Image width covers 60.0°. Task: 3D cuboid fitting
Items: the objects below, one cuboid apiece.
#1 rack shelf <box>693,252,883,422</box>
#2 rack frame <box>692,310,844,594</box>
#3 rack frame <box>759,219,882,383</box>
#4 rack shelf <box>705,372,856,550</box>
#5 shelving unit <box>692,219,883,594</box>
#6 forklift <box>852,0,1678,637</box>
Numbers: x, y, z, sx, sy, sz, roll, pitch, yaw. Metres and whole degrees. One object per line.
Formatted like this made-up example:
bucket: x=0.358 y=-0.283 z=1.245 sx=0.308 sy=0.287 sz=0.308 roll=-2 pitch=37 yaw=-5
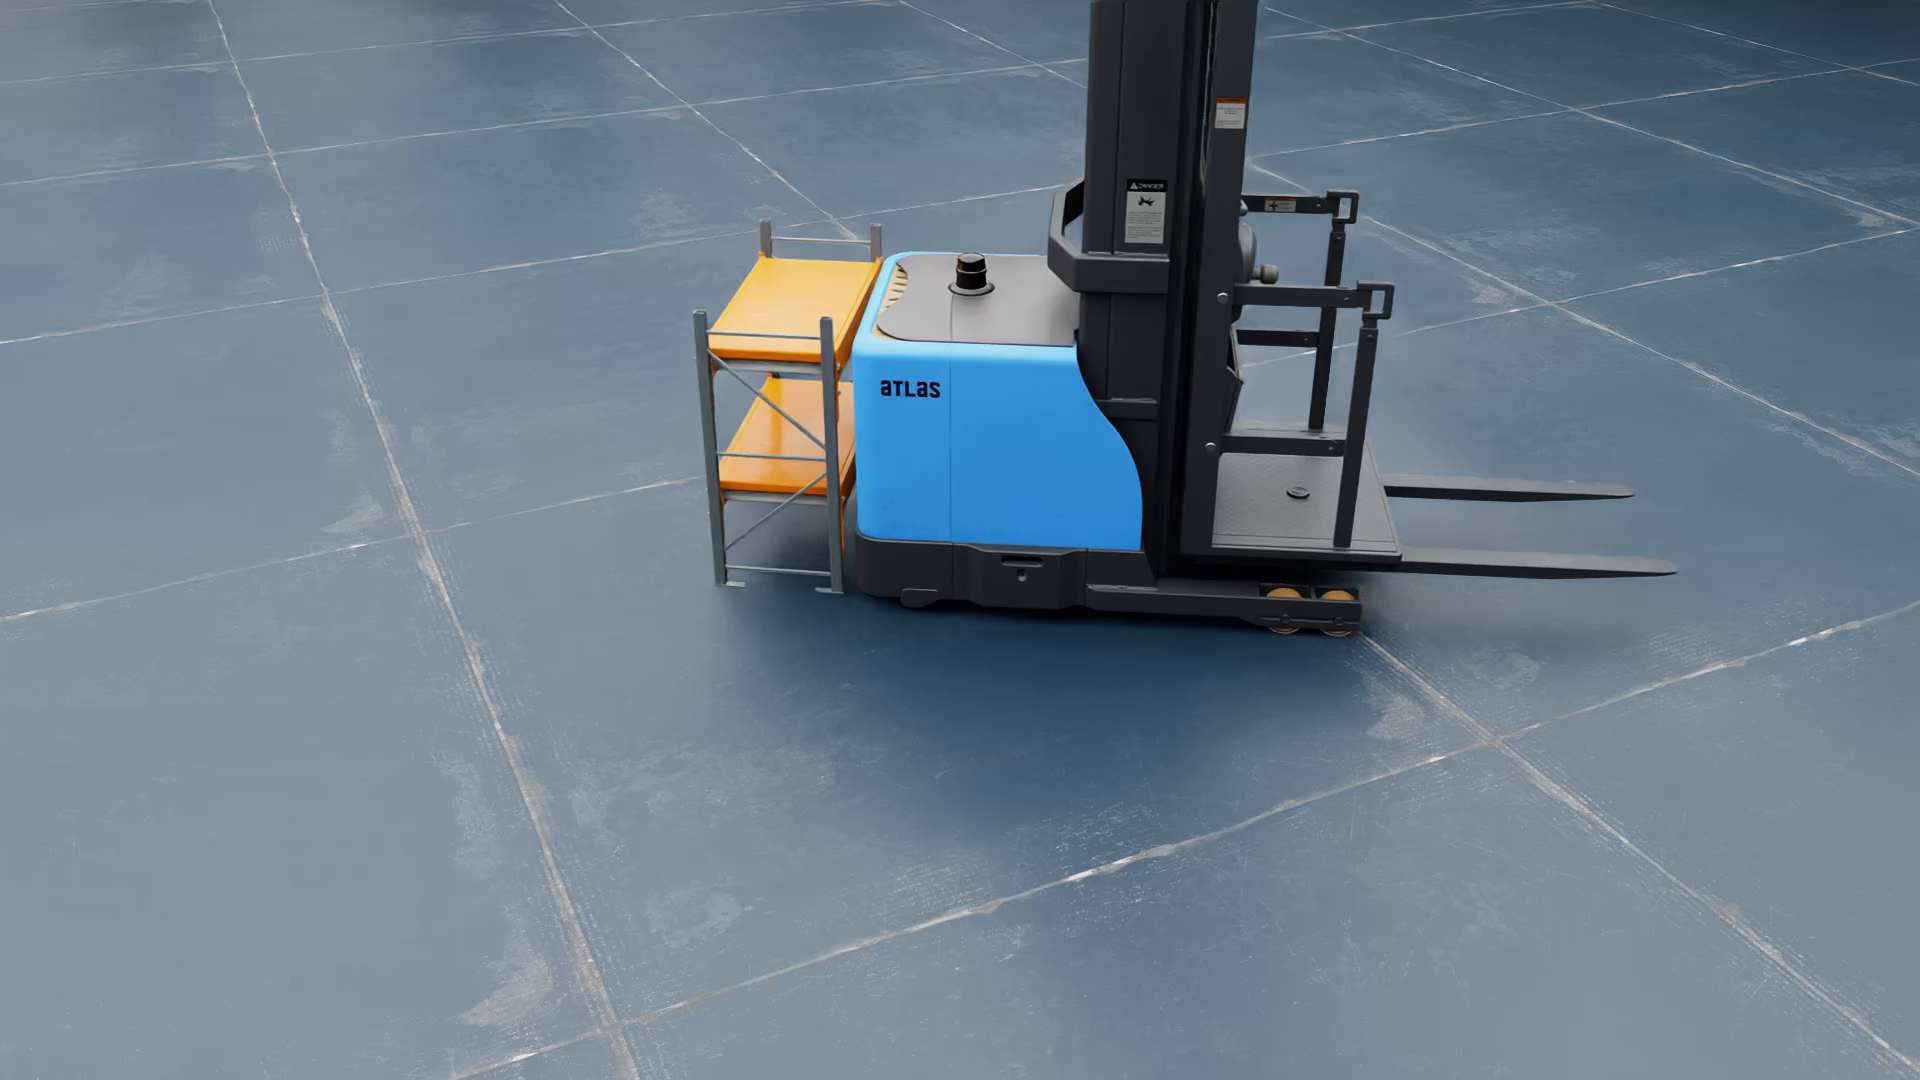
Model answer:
rack shelf: x=-0.633 y=-0.807 z=6.440 sx=0.538 sy=0.278 sz=1.000 roll=4 pitch=29 yaw=6
rack frame: x=-0.697 y=-0.305 z=6.143 sx=0.500 sy=1.125 sz=0.032 roll=4 pitch=29 yaw=6
rack frame: x=-0.568 y=-0.798 z=7.023 sx=0.500 sy=1.125 sz=0.032 roll=4 pitch=29 yaw=6
rack shelf: x=-0.632 y=-0.338 z=6.703 sx=0.538 sy=0.278 sz=1.000 roll=4 pitch=29 yaw=6
shelving unit: x=-0.633 y=-0.552 z=6.583 sx=0.538 sy=1.125 sz=1.048 roll=4 pitch=29 yaw=6
forklift: x=1.153 y=-1.197 z=5.887 sx=3.031 sy=2.935 sz=1.130 roll=3 pitch=29 yaw=5
